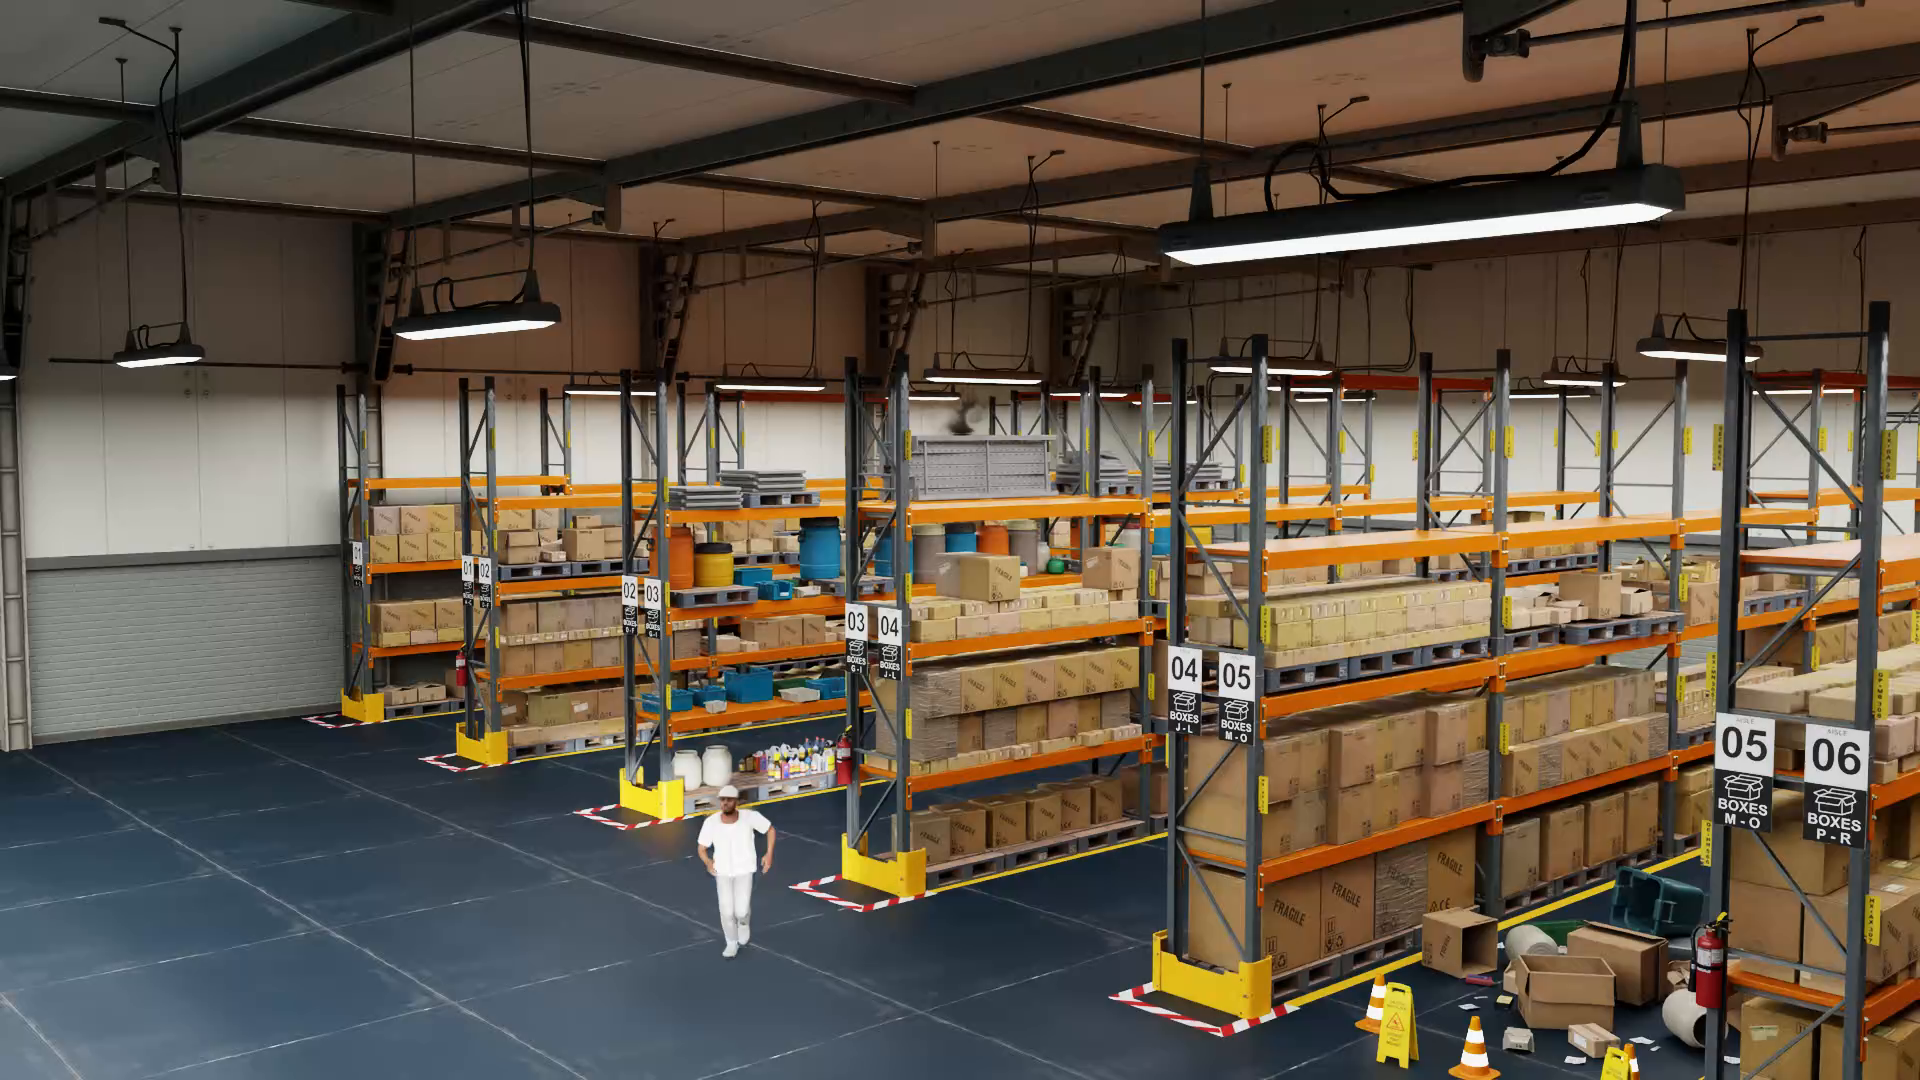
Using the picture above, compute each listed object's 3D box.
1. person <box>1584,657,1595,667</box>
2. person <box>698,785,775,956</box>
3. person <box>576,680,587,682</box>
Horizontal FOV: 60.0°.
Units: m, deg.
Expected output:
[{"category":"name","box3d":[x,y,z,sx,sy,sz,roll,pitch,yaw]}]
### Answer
[{"category":"person","box3d":[9.949,2.583,26.065,0.705,1.737,0.620,3,5,40]},{"category":"person","box3d":[-2.196,3.241,16.198,0.729,1.719,0.684,0,4,3]},{"category":"person","box3d":[-6.716,2.410,29.593,0.571,1.675,0.709,3,5,43]}]
